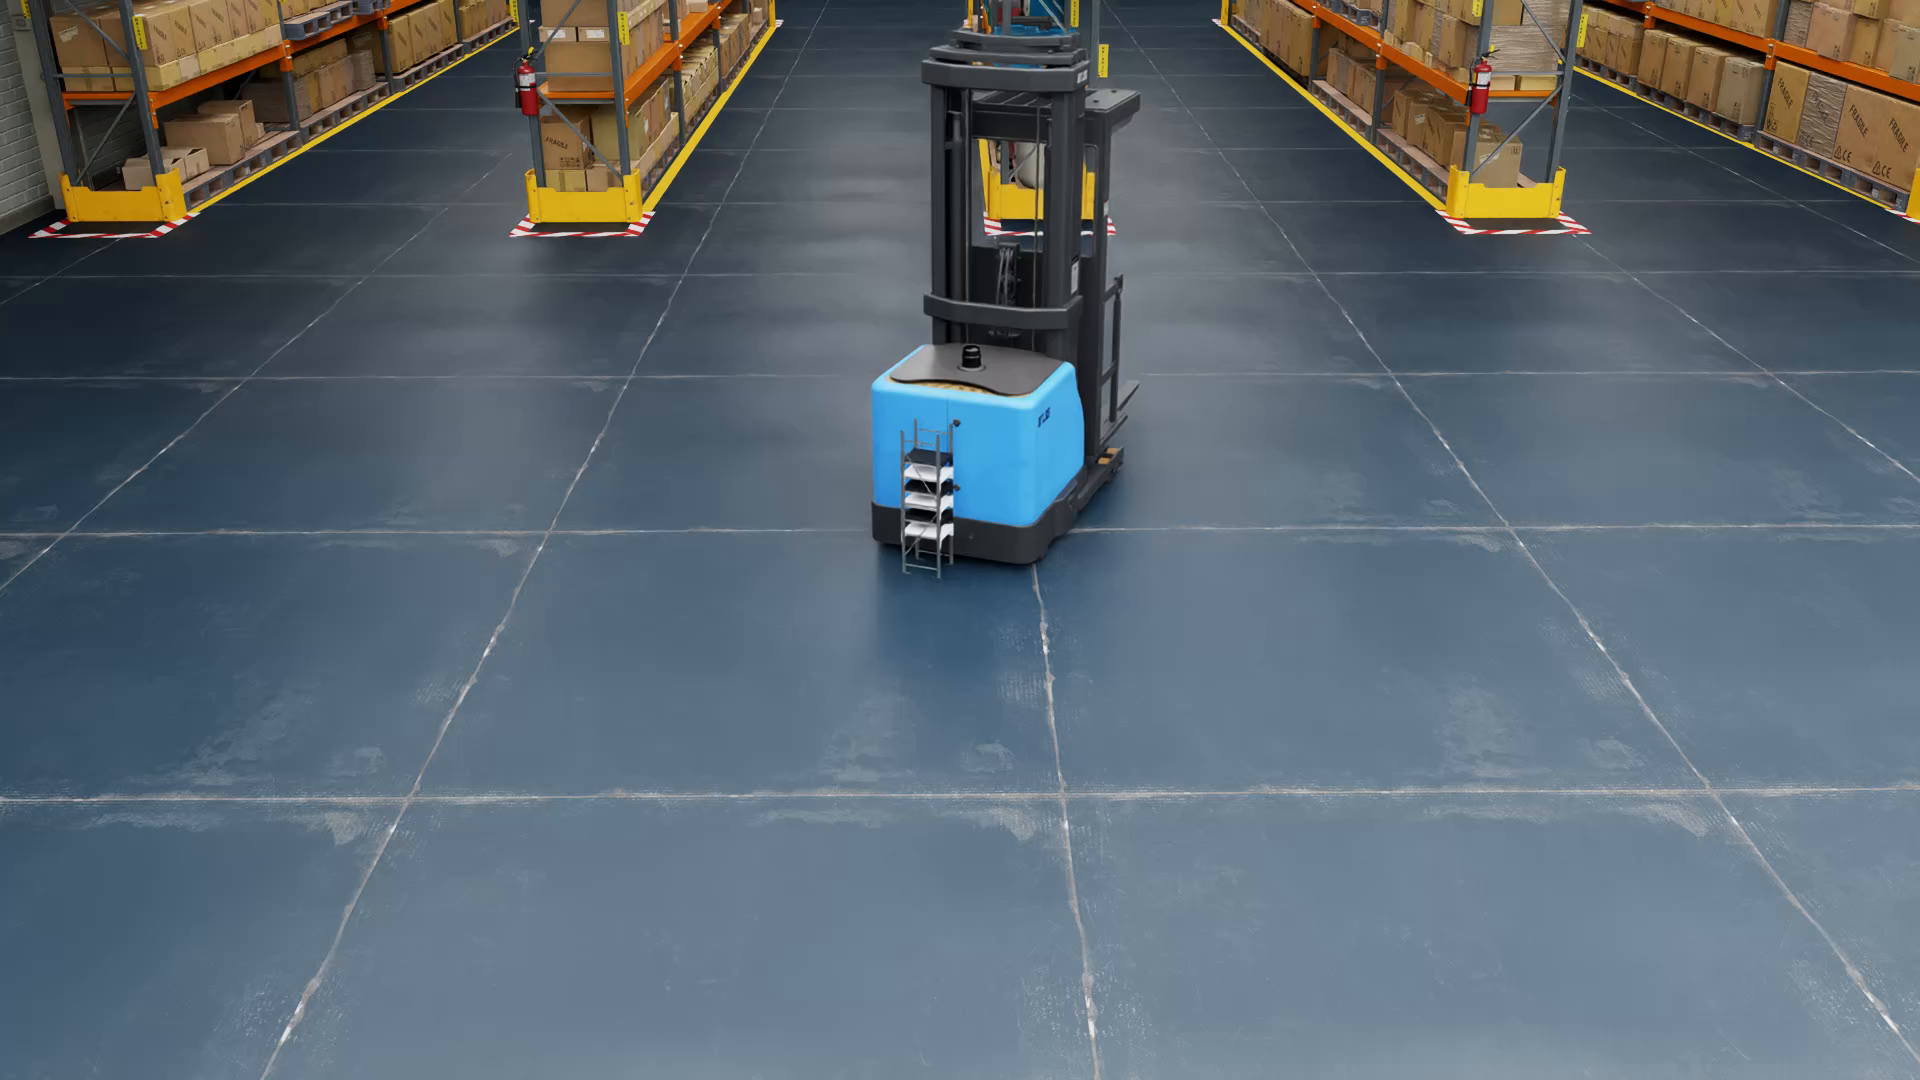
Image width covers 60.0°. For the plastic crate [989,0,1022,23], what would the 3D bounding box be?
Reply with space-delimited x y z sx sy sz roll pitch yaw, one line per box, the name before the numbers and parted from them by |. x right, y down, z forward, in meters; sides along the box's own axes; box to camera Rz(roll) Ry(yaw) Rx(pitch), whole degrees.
plastic crate | 0.582 -6.731 21.414 0.402 0.464 0.583 0 24 -1

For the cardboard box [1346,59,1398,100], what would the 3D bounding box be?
cardboard box | 5.861 -6.497 23.476 0.700 0.500 0.500 2 24 4

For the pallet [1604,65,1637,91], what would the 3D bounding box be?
pallet | 10.756 -7.206 25.927 1.003 0.211 1.213 0 24 -1

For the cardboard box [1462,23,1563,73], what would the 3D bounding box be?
cardboard box | 5.911 -5.285 17.814 0.875 0.500 0.500 0 24 -1

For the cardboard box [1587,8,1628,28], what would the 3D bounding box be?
cardboard box | 10.472 -8.462 26.933 0.500 0.250 0.500 1 24 1

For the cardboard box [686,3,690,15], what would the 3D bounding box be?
cardboard box | -4.034 -7.491 23.478 0.380 0.149 0.250 2 24 3

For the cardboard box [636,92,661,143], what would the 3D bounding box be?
cardboard box | -3.814 -4.955 19.482 0.500 0.500 0.500 0 24 -1

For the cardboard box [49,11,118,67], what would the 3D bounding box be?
cardboard box | -9.188 -5.286 17.546 0.500 0.500 0.500 -1 24 -1

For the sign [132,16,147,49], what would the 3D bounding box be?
sign | -8.427 -5.208 17.074 0.100 0.325 0.005 0 24 -1

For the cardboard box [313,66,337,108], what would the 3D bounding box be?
cardboard box | -9.059 -6.247 22.921 0.700 0.500 0.500 0 24 0

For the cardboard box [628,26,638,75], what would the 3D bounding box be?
cardboard box | -4.019 -5.493 18.635 0.700 0.500 0.500 0 24 0

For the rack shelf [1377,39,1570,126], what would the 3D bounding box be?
rack shelf | 5.867 -5.374 19.365 1.077 0.370 4.000 0 24 -1

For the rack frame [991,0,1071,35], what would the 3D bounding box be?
rack frame | 0.893 -6.503 20.989 1.000 3.000 0.127 0 24 -1

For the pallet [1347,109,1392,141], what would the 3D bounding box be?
pallet | 5.836 -5.576 22.323 1.003 0.211 1.213 0 24 -1

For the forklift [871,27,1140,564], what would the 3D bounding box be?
forklift | 0.469 -1.775 10.618 1.130 2.935 3.031 9 26 19

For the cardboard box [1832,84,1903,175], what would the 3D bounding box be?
cardboard box | 10.765 -4.723 19.122 0.875 0.875 0.875 -1 24 -1

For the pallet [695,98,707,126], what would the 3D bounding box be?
pallet | -4.123 -6.020 23.303 1.003 0.211 1.213 0 24 -1

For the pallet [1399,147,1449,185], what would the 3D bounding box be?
pallet | 5.904 -4.475 19.887 1.003 0.211 1.213 0 24 -1

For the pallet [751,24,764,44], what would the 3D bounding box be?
pallet | -4.170 -9.296 30.547 1.003 0.211 1.213 0 24 -1

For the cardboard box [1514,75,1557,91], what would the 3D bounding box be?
cardboard box | 6.125 -4.882 17.708 0.380 0.149 0.250 0 24 -1

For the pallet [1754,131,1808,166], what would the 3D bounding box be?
pallet | 10.736 -4.922 20.877 1.003 0.211 1.213 0 24 -1

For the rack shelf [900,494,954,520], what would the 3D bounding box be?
rack shelf | -0.191 -0.206 9.694 0.258 0.077 0.200 9 26 19

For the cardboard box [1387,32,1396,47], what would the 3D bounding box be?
cardboard box | 5.537 -6.218 20.664 0.380 0.149 0.250 0 24 -1

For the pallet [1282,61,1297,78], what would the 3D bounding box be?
pallet | 5.858 -7.730 27.085 1.003 0.211 1.213 0 24 -1

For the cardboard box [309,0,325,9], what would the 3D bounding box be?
cardboard box | -9.022 -7.416 22.353 0.700 0.500 0.500 3 25 7

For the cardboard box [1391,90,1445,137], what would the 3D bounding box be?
cardboard box | 5.810 -5.413 21.102 0.500 0.500 0.500 -1 24 -2

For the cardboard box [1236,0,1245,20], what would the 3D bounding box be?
cardboard box | 5.802 -10.430 31.741 0.875 0.875 0.875 0 24 -1

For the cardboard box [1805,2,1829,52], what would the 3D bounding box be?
cardboard box | 10.851 -6.196 20.128 0.875 0.550 0.550 0 24 -1

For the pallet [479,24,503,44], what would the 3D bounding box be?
pallet | -9.047 -9.303 30.562 1.003 0.211 1.213 0 24 -1

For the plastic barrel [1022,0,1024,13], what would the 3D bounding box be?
plastic barrel | 1.079 -7.606 23.292 0.421 0.512 0.421 0 24 0

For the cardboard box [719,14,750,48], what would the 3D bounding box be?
cardboard box | -3.855 -8.639 28.210 0.500 0.500 0.500 0 24 -1

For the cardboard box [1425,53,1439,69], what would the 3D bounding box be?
cardboard box | 5.558 -5.497 19.069 0.380 0.149 0.250 0 24 -1

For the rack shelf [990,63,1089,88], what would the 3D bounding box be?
rack shelf | 0.915 -5.352 19.315 1.077 0.370 4.000 0 24 -1

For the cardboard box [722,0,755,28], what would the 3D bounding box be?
cardboard box | -4.173 -9.616 30.368 0.797 0.503 0.637 0 24 -1

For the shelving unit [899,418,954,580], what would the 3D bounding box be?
shelving unit | -0.191 -0.236 9.680 0.258 0.900 0.210 9 26 19

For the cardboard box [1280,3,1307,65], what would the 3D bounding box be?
cardboard box | 5.813 -8.049 26.475 1.225 0.875 0.875 0 24 0

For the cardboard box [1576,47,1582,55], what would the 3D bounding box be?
cardboard box | 10.469 -8.332 27.555 0.500 0.500 0.500 1 24 2

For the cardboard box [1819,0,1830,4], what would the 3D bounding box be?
cardboard box | 10.898 -6.688 19.906 0.875 0.550 0.550 0 24 -1

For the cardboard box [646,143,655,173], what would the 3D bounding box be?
cardboard box | -3.814 -4.407 19.181 0.500 0.250 0.500 0 24 -1

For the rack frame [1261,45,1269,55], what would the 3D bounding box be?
rack frame | 5.758 -9.822 28.327 1.000 3.000 0.127 0 24 -1

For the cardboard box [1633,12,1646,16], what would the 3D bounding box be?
cardboard box | 10.999 -8.247 26.458 0.500 0.250 0.500 0 24 0

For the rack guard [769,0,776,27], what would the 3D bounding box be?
rack guard | -4.190 -10.257 32.323 1.175 0.500 0.348 0 24 -1

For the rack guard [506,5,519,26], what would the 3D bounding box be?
rack guard | -9.145 -10.275 32.361 1.175 0.500 0.348 0 24 -1

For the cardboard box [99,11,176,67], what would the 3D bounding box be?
cardboard box | -8.675 -5.291 17.557 0.500 0.500 0.500 0 24 0

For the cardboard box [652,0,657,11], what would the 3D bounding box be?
cardboard box | -3.833 -6.395 19.841 0.380 0.149 0.250 0 24 -1

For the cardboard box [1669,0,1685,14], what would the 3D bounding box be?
cardboard box | 10.506 -7.804 23.745 0.500 0.500 0.500 0 24 -1

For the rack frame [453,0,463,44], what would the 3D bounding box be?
rack frame | -9.101 -9.755 28.180 1.000 3.000 0.127 0 24 -1

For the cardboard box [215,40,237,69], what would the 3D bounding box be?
cardboard box | -8.681 -5.586 19.119 0.500 0.250 0.500 0 24 0

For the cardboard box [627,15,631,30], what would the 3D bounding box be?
cardboard box | -3.813 -5.654 18.202 0.380 0.149 0.250 -1 24 -1

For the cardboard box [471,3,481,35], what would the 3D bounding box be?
cardboard box | -9.009 -9.323 29.748 0.700 0.500 0.500 0 24 -1

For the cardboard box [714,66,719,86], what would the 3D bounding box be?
cardboard box | -3.854 -6.854 24.591 0.500 0.250 0.500 0 24 1

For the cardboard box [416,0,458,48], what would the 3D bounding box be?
cardboard box | -8.964 -8.700 27.945 0.750 0.750 0.750 0 24 0

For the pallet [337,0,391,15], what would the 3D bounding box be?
pallet | -8.943 -7.727 23.927 1.213 0.211 1.003 0 24 -1

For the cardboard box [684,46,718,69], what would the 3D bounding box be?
cardboard box | -3.852 -7.110 24.478 0.500 0.311 0.500 0 24 1
